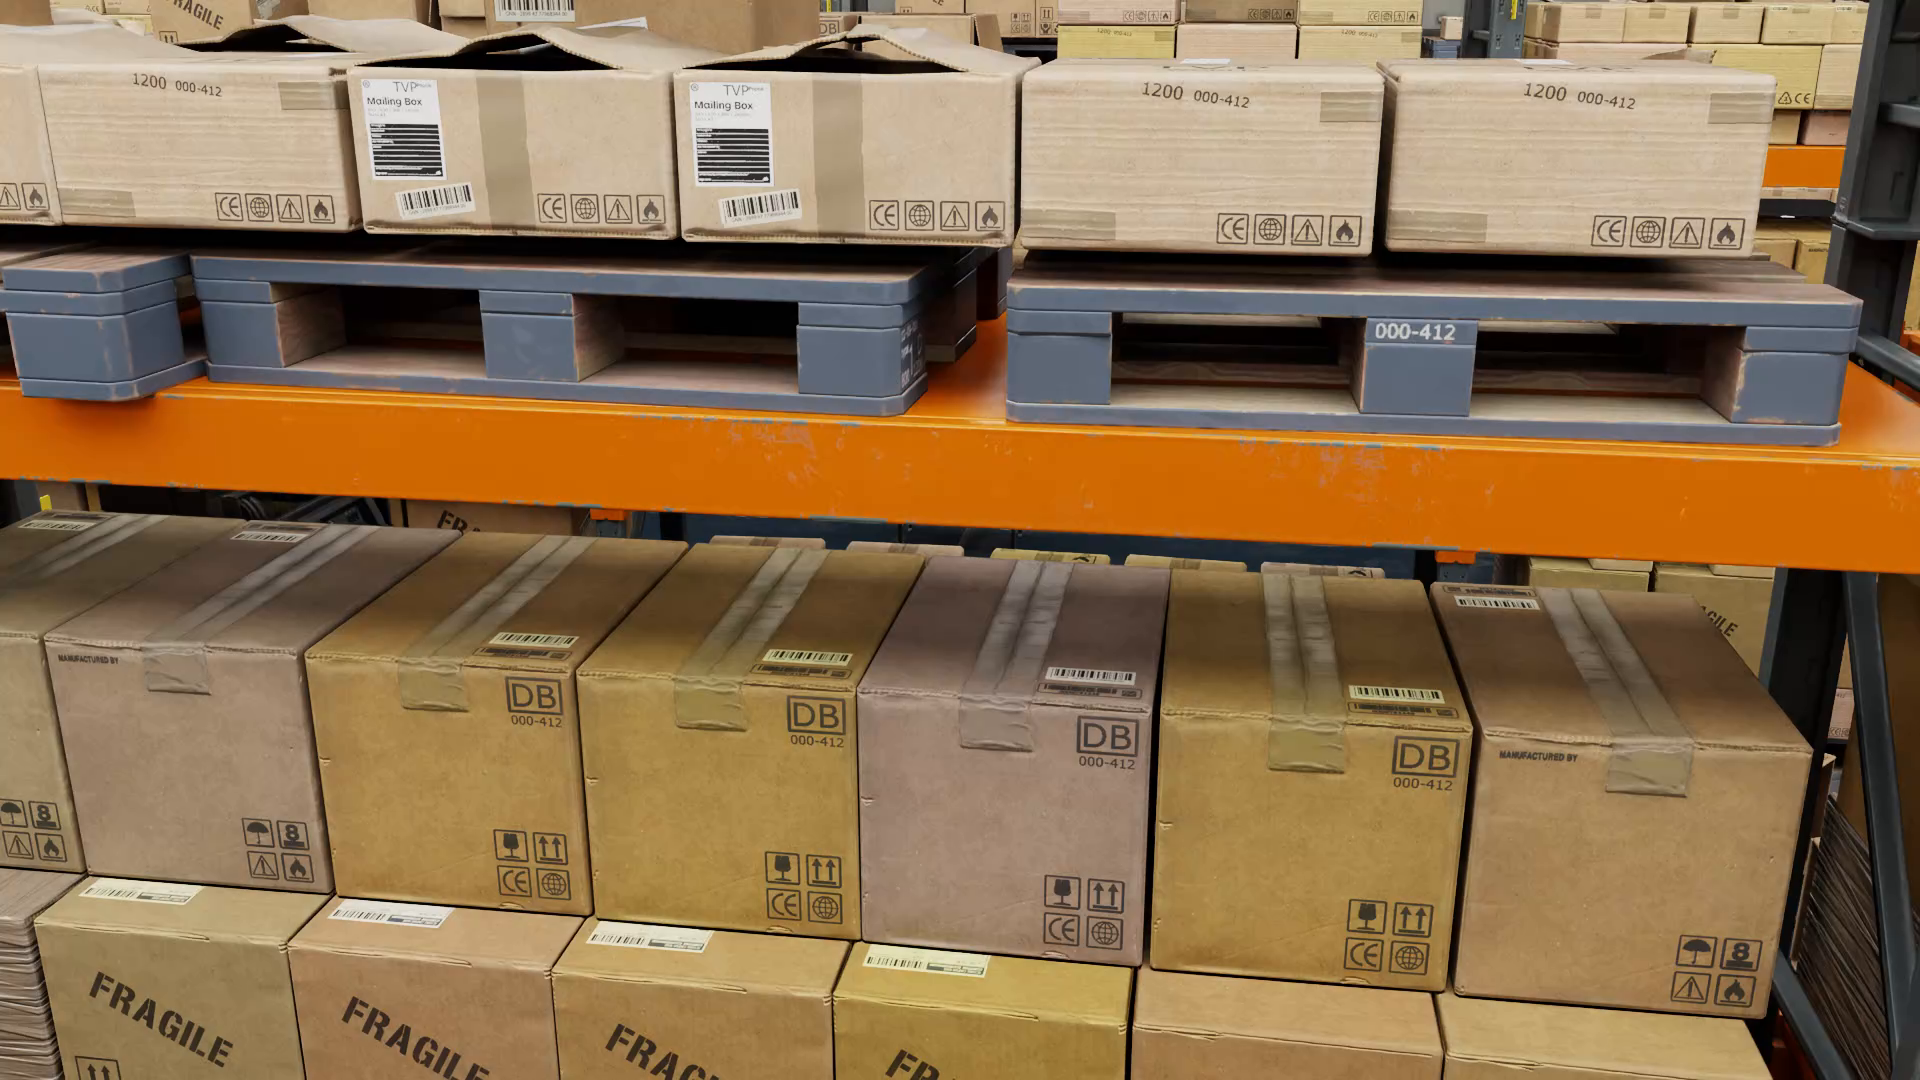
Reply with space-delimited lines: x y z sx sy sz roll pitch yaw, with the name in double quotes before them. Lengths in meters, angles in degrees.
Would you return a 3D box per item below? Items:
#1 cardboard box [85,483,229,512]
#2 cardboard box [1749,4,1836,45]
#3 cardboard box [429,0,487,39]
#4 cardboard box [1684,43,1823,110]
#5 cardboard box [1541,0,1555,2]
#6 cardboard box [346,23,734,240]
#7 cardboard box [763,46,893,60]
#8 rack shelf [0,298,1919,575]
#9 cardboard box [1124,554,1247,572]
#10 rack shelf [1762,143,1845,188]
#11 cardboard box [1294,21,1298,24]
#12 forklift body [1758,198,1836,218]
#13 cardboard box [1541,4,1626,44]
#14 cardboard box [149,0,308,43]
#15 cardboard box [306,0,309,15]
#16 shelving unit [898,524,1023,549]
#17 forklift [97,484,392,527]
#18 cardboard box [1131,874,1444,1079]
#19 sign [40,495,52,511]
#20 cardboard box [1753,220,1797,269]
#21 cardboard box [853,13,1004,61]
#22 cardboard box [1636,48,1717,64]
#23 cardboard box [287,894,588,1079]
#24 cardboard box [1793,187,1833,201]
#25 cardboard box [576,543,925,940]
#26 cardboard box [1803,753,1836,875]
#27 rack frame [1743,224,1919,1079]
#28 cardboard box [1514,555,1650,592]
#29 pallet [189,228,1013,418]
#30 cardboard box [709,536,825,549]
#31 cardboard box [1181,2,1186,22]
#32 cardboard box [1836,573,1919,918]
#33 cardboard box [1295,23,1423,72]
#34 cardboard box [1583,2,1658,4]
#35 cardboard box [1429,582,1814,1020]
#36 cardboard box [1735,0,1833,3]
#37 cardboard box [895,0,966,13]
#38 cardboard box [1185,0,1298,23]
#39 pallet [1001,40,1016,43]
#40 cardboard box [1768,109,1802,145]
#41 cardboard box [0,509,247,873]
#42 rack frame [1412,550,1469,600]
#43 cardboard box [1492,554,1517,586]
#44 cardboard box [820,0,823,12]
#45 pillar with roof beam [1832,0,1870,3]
"cardboard box" -4.069 -0.117 9.113 0.875 0.875 0.875 3 19 10
"cardboard box" 3.346 -2.094 6.746 0.250 0.149 0.380 3 19 8
"cardboard box" -2.034 -2.416 7.744 0.637 0.503 0.797 2 19 5
"cardboard box" 3.213 -1.934 6.895 0.500 0.250 0.500 3 19 8
"cardboard box" 3.878 -3.636 11.536 0.500 0.311 0.500 3 19 10
"cardboard box" -0.642 -0.688 2.726 0.500 0.311 0.500 3 19 8
"cardboard box" -0.188 -0.782 3.079 0.258 0.266 0.396 3 19 9
"rack shelf" -0.349 -0.198 3.075 4.000 0.370 1.077 3 19 9
"cardboard box" 1.083 0.414 8.318 0.625 0.372 0.950 4 19 12
"rack shelf" 4.286 -1.553 7.123 4.000 0.370 1.077 3 19 9
"cardboard box" 1.798 -2.278 7.730 0.500 0.250 0.500 2 19 7
"forklift body" 4.883 -1.047 10.544 1.214 2.155 2.313 3 19 9
"cardboard box" 2.571 -2.136 6.870 0.250 0.149 0.380 3 19 8
"cardboard box" -3.424 -2.440 7.823 0.500 0.500 0.500 3 19 9
"cardboard box" -5.340 -4.210 12.909 0.500 0.250 0.500 3 19 9
"shelving unit" 0.007 -0.711 10.564 0.755 1.500 0.431 3 19 9
"forklift" -2.134 0.076 5.957 3.031 2.935 1.130 4 19 11
"cardboard box" 0.569 0.968 3.024 0.500 0.500 0.500 3 19 8
"sign" -2.239 0.059 4.074 0.005 0.325 0.100 3 19 9
"cardboard box" 3.212 -1.112 7.198 0.500 0.500 0.700 3 19 9
"cardboard box" -0.128 -2.177 7.692 0.637 0.503 0.797 3 19 9
"cardboard box" 1.069 -0.730 2.923 0.396 0.266 0.258 3 19 8
"cardboard box" -0.923 0.892 3.251 0.500 0.500 0.500 3 19 9
"cardboard box" 5.912 -2.417 11.652 0.250 0.149 0.380 3 19 9
"cardboard box" -0.371 0.362 3.260 0.500 0.500 0.700 3 19 8
"cardboard box" 3.153 1.092 6.747 0.500 0.500 0.500 -15 24 -38
"rack frame" 1.626 0.984 3.136 0.127 3.000 1.000 3 19 9
"cardboard box" 2.851 0.291 7.695 0.500 0.500 0.500 4 19 11
"pallet" -0.575 -0.479 3.079 1.213 0.211 1.003 4 19 11
"cardboard box" -1.082 0.305 8.643 0.625 0.372 0.950 2 19 5
"cardboard box" 1.584 -3.753 11.886 0.500 0.311 0.500 2 19 7
"cardboard box" 1.985 0.430 2.853 0.550 0.550 0.875 3 19 9
"cardboard box" 1.712 -2.107 7.219 0.500 0.250 0.500 3 19 8
"cardboard box" 2.928 -2.317 7.413 0.250 0.149 0.380 2 19 7
"cardboard box" 1.135 0.439 3.030 0.500 0.500 0.700 3 19 8
"cardboard box" 5.573 -3.671 11.344 0.500 0.500 0.700 3 19 9
"cardboard box" -0.178 -3.932 12.124 0.500 0.500 0.500 3 19 9
"cardboard box" 1.304 -2.537 7.716 0.500 0.250 0.500 3 19 7
"pallet" -0.170 -3.656 12.571 1.003 0.211 1.213 4 19 11
"cardboard box" 3.333 -1.749 6.973 0.250 0.149 0.380 3 19 10
"cardboard box" -1.882 0.287 3.486 0.500 0.500 0.700 3 19 8
"rack frame" 2.311 -0.572 7.786 0.127 3.000 1.000 3 19 9
"cardboard box" 2.938 0.123 8.199 0.500 0.500 0.500 3 19 8
"cardboard box" -1.174 -4.115 12.787 0.250 0.149 0.380 2 19 7
"pillar with roof beam" 5.817 -3.740 7.798 0.400 9.000 9.100 3 19 9
